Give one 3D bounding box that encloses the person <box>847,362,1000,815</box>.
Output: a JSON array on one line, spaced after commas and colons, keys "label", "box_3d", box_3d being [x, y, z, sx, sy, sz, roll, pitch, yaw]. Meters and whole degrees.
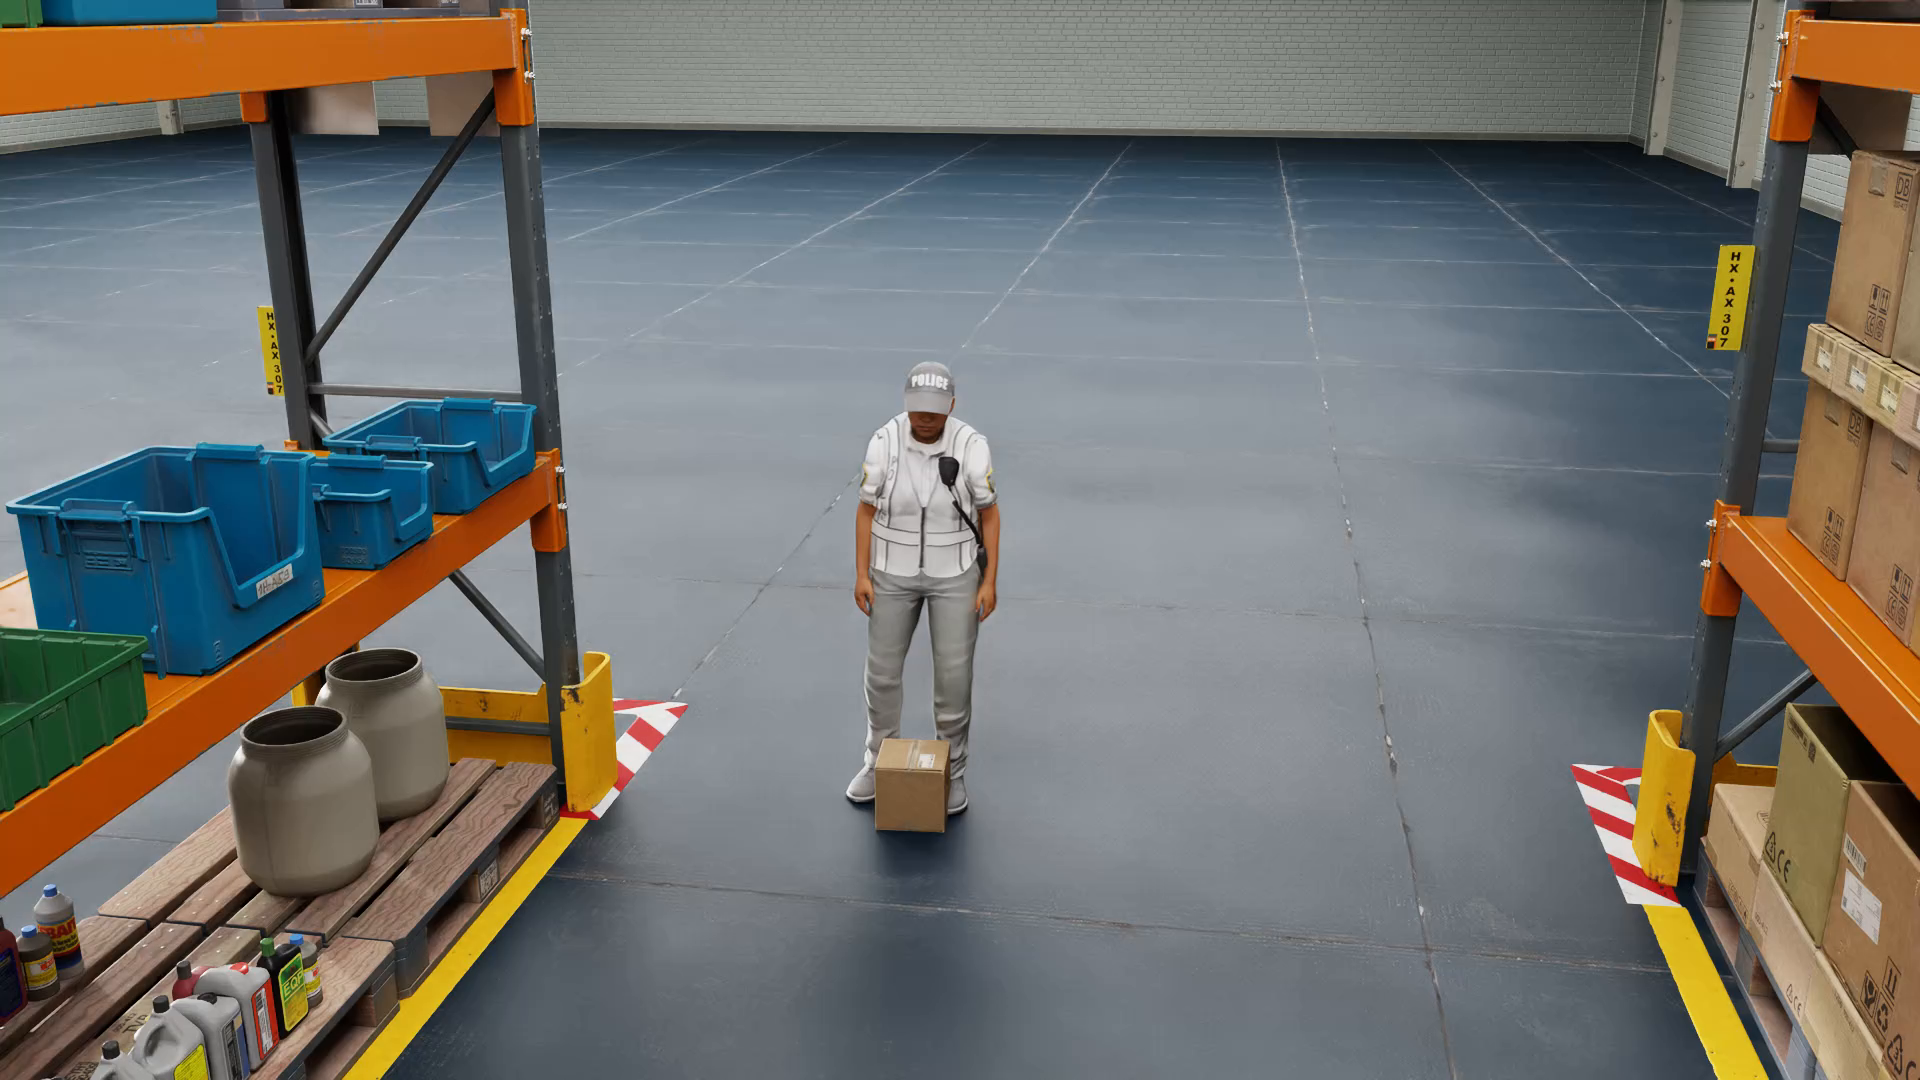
[{"label": "person", "box_3d": [-0.139, 0.156, 6.067, 0.561, 1.665, 0.470, 2, 18, 5]}]
